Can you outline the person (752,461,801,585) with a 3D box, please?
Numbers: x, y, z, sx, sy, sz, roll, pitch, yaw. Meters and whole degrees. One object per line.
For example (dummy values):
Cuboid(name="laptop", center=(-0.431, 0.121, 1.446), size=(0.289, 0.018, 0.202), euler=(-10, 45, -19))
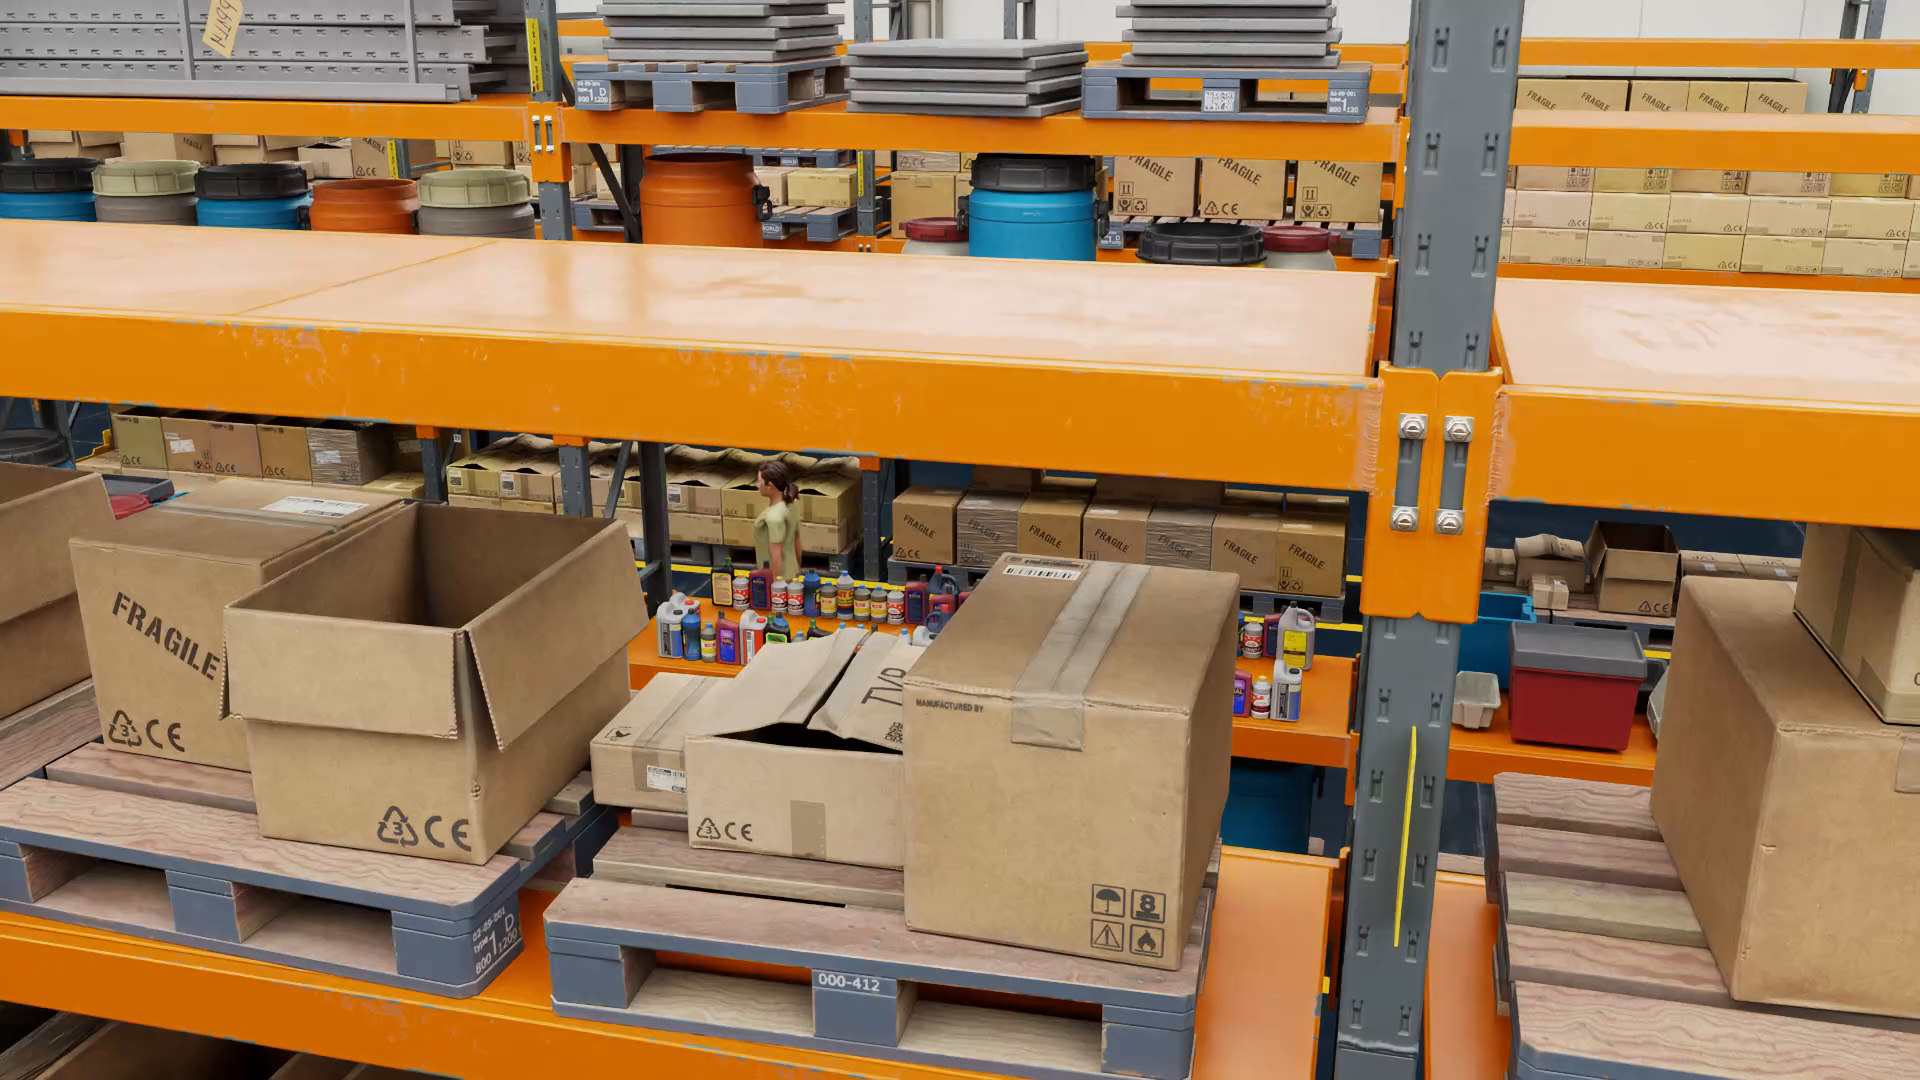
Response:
Cuboid(name="person", center=(-1.244, 0.281, 11.220), size=(0.399, 1.678, 0.443), euler=(5, 19, 15))
